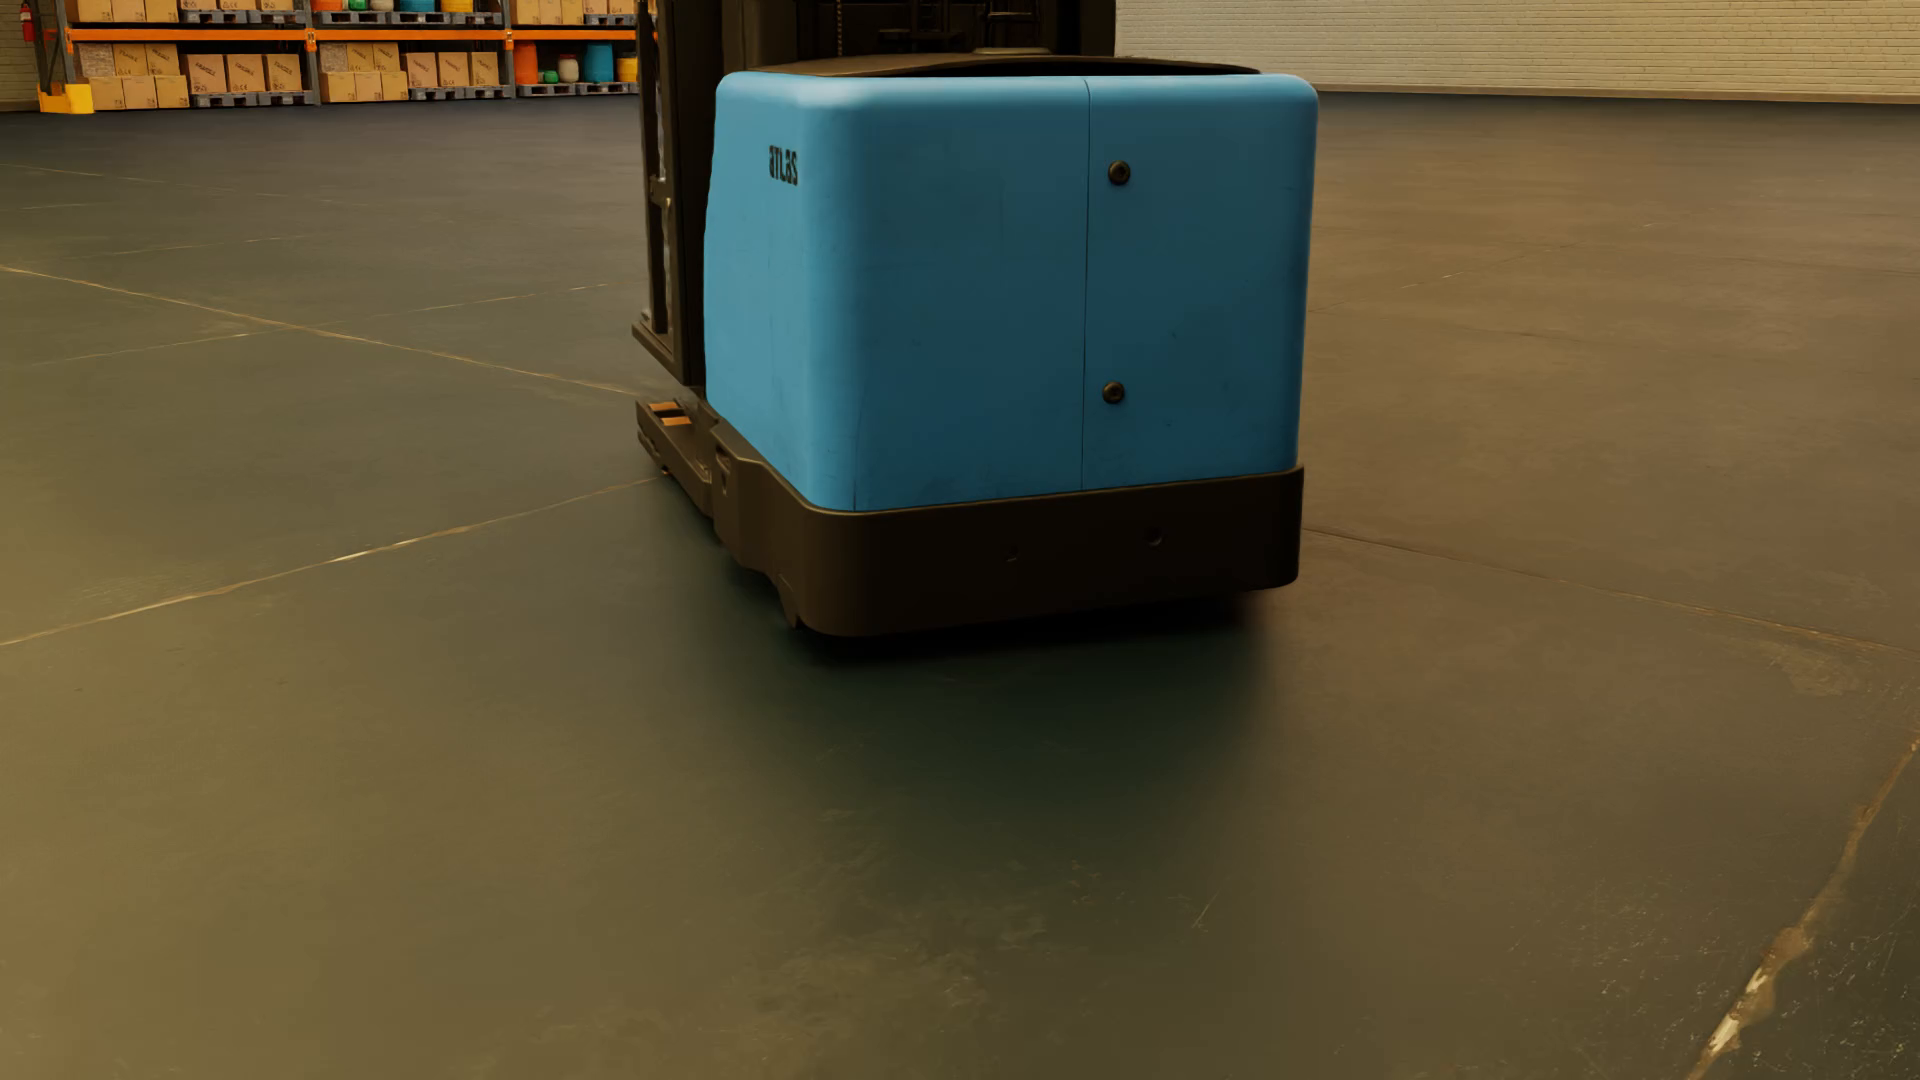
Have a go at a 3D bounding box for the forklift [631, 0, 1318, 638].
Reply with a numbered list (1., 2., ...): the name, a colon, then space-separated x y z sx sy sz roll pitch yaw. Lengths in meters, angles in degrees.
1. forklift: -0.274 -1.608 4.193 1.130 2.935 3.031 -6 18 -19
